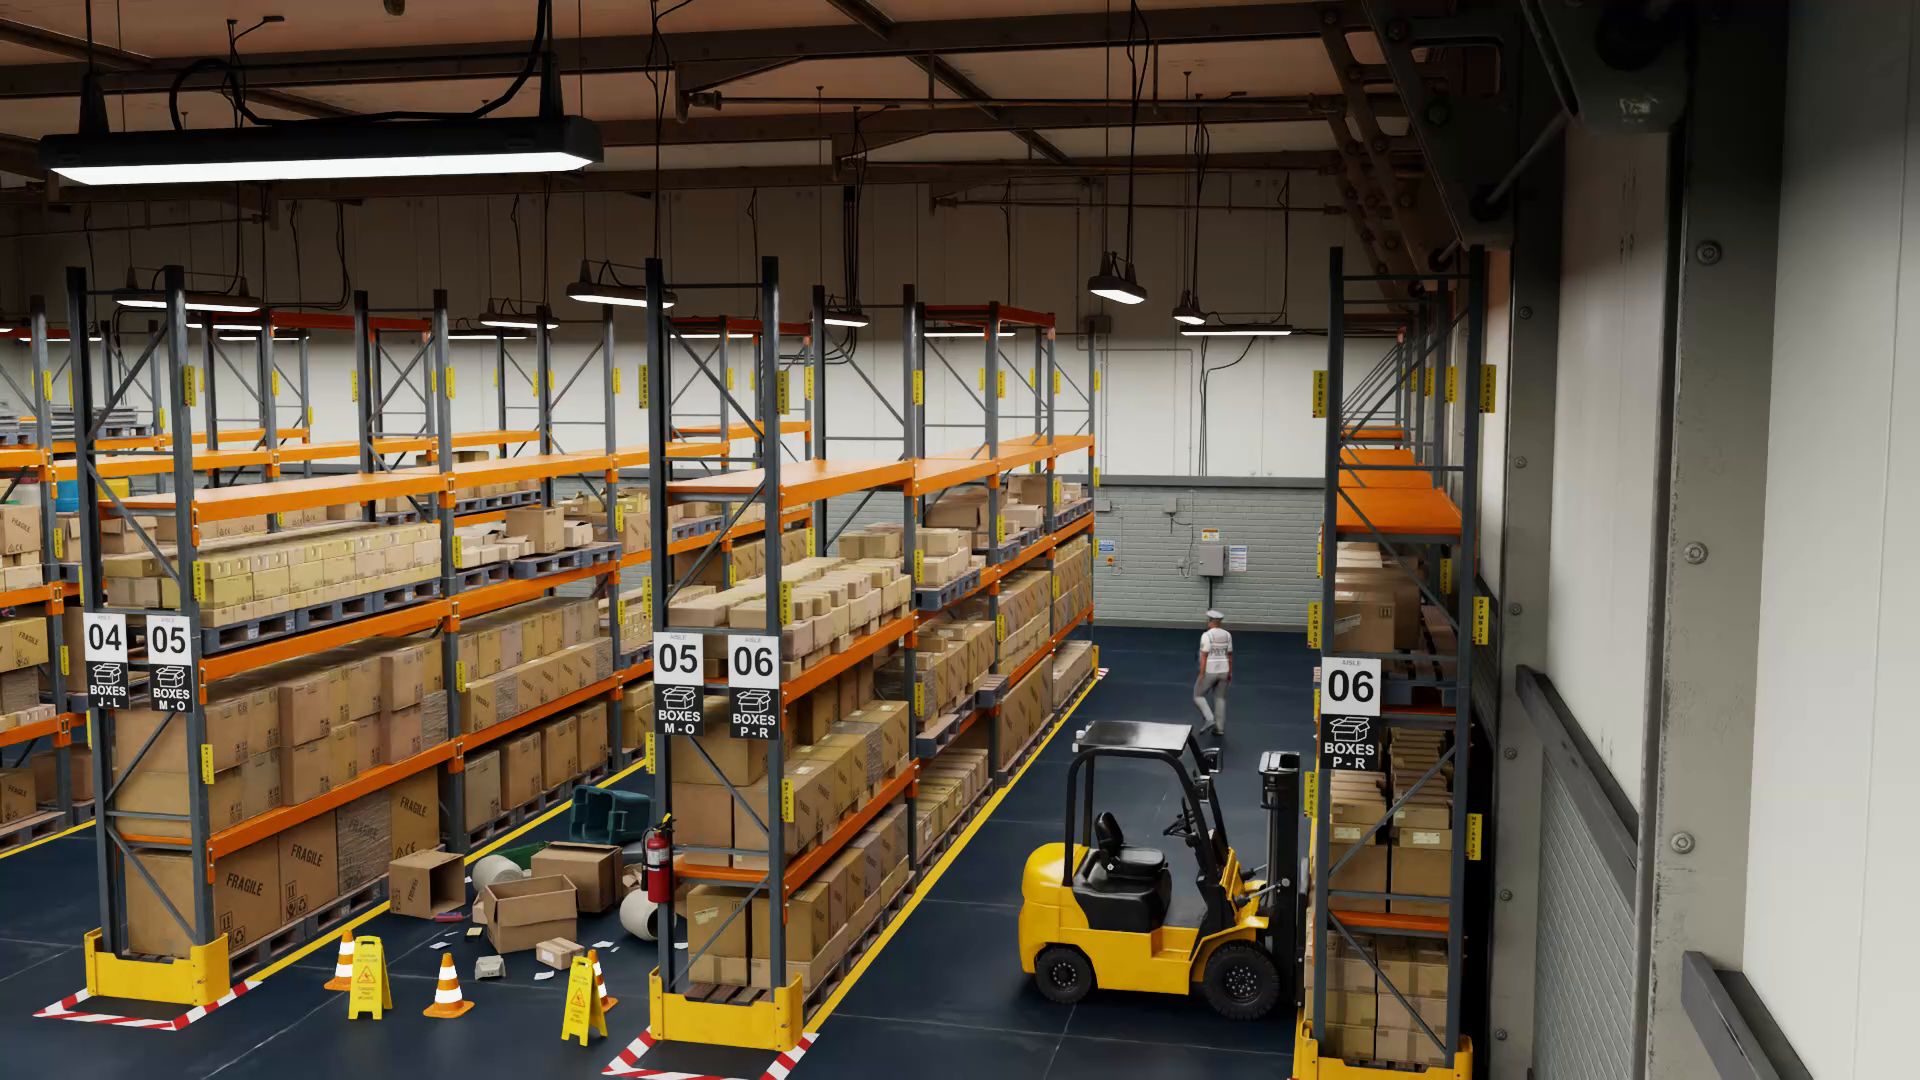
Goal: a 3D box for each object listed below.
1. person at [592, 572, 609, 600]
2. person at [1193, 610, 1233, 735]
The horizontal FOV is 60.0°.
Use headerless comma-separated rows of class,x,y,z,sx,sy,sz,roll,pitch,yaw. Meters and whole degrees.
person,-7.128,1.066,33.051,1.122,1.518,0.551,1,6,10
person,3.639,1.894,23.683,0.587,1.763,0.481,-3,6,-26
